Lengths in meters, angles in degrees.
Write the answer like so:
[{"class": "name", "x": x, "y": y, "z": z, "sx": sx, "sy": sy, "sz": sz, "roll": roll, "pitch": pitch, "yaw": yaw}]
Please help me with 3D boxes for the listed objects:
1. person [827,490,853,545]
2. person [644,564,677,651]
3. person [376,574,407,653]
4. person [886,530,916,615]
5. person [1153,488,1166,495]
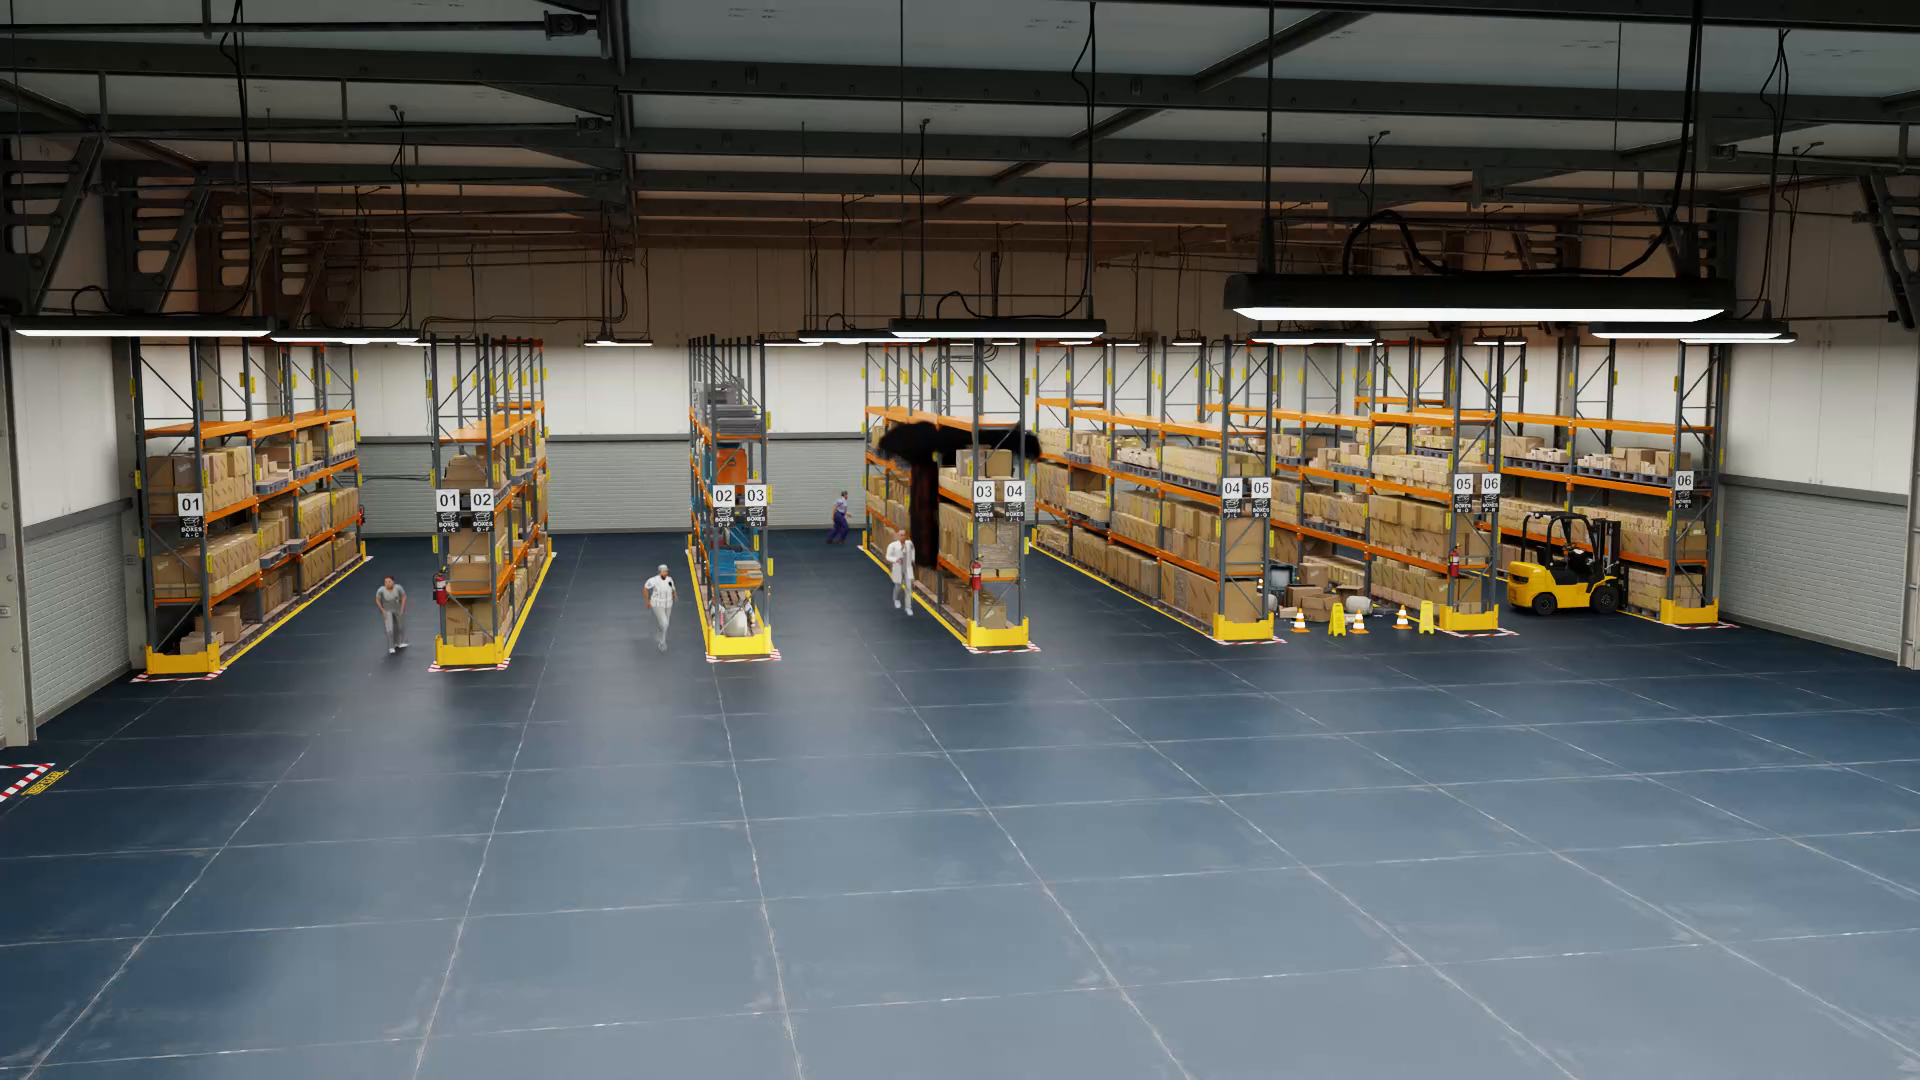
[{"class": "person", "x": -3.535, "y": -0.656, "z": 48.735, "sx": 0.749, "sy": 1.597, "sz": 0.586, "roll": 0, "pitch": 7, "yaw": 4}, {"class": "person", "x": -5.700, "y": 1.293, "z": 31.753, "sx": 0.564, "sy": 1.681, "sz": 0.819, "roll": -6, "pitch": 9, "yaw": -40}, {"class": "person", "x": -10.771, "y": 1.363, "z": 31.549, "sx": 0.632, "sy": 1.540, "sz": 0.802, "roll": -5, "pitch": 8, "yaw": -35}, {"class": "person", "x": -1.258, "y": 0.667, "z": 35.489, "sx": 0.676, "sy": 1.765, "sz": 1.071, "roll": -2, "pitch": 7, "yaw": -13}, {"class": "person", "x": 6.104, "y": -1.049, "z": 51.470, "sx": 0.761, "sy": 1.792, "sz": 0.685, "roll": -4, "pitch": 8, "yaw": -32}]
